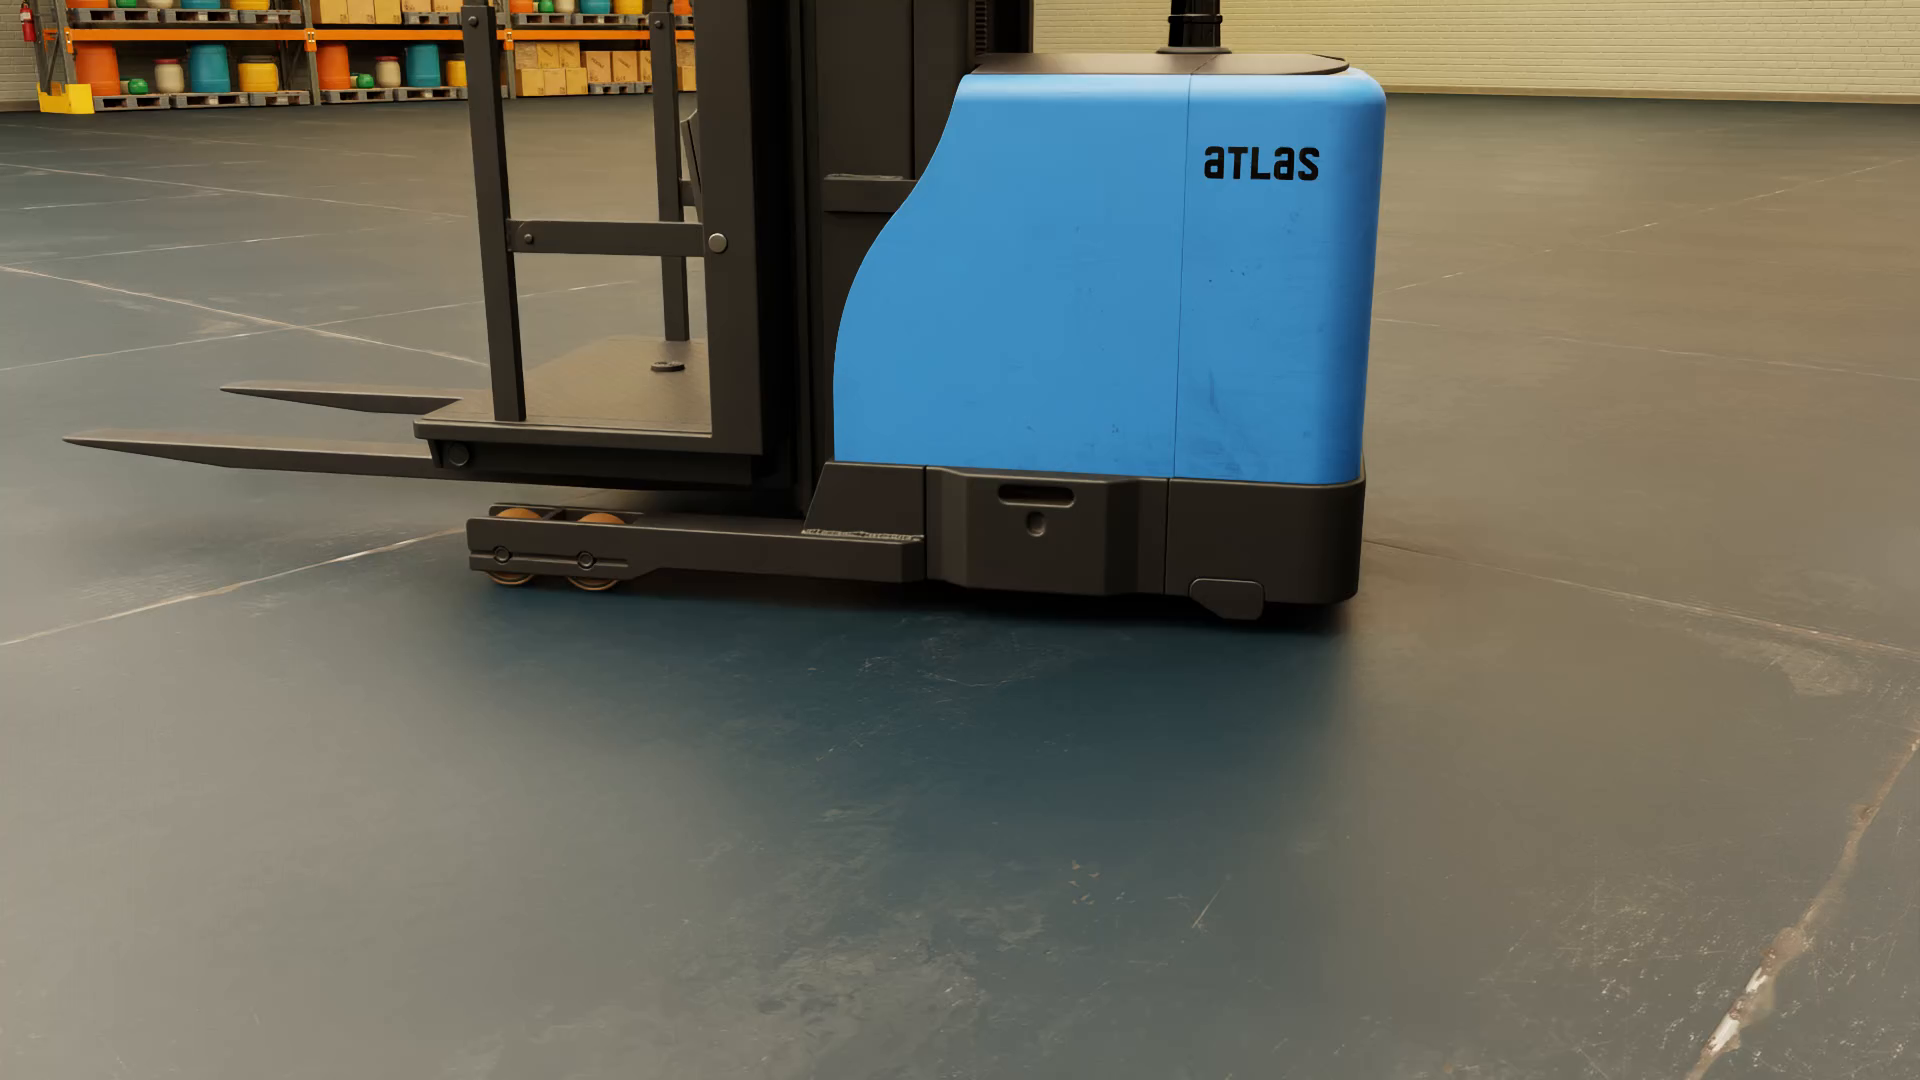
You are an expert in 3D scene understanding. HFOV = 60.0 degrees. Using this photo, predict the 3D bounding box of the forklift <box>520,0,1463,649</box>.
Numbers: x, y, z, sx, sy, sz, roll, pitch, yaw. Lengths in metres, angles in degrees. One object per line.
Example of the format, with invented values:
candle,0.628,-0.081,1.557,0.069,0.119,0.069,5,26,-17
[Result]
forklift,0.408,-1.561,4.037,1.130,2.935,3.031,13,21,37
